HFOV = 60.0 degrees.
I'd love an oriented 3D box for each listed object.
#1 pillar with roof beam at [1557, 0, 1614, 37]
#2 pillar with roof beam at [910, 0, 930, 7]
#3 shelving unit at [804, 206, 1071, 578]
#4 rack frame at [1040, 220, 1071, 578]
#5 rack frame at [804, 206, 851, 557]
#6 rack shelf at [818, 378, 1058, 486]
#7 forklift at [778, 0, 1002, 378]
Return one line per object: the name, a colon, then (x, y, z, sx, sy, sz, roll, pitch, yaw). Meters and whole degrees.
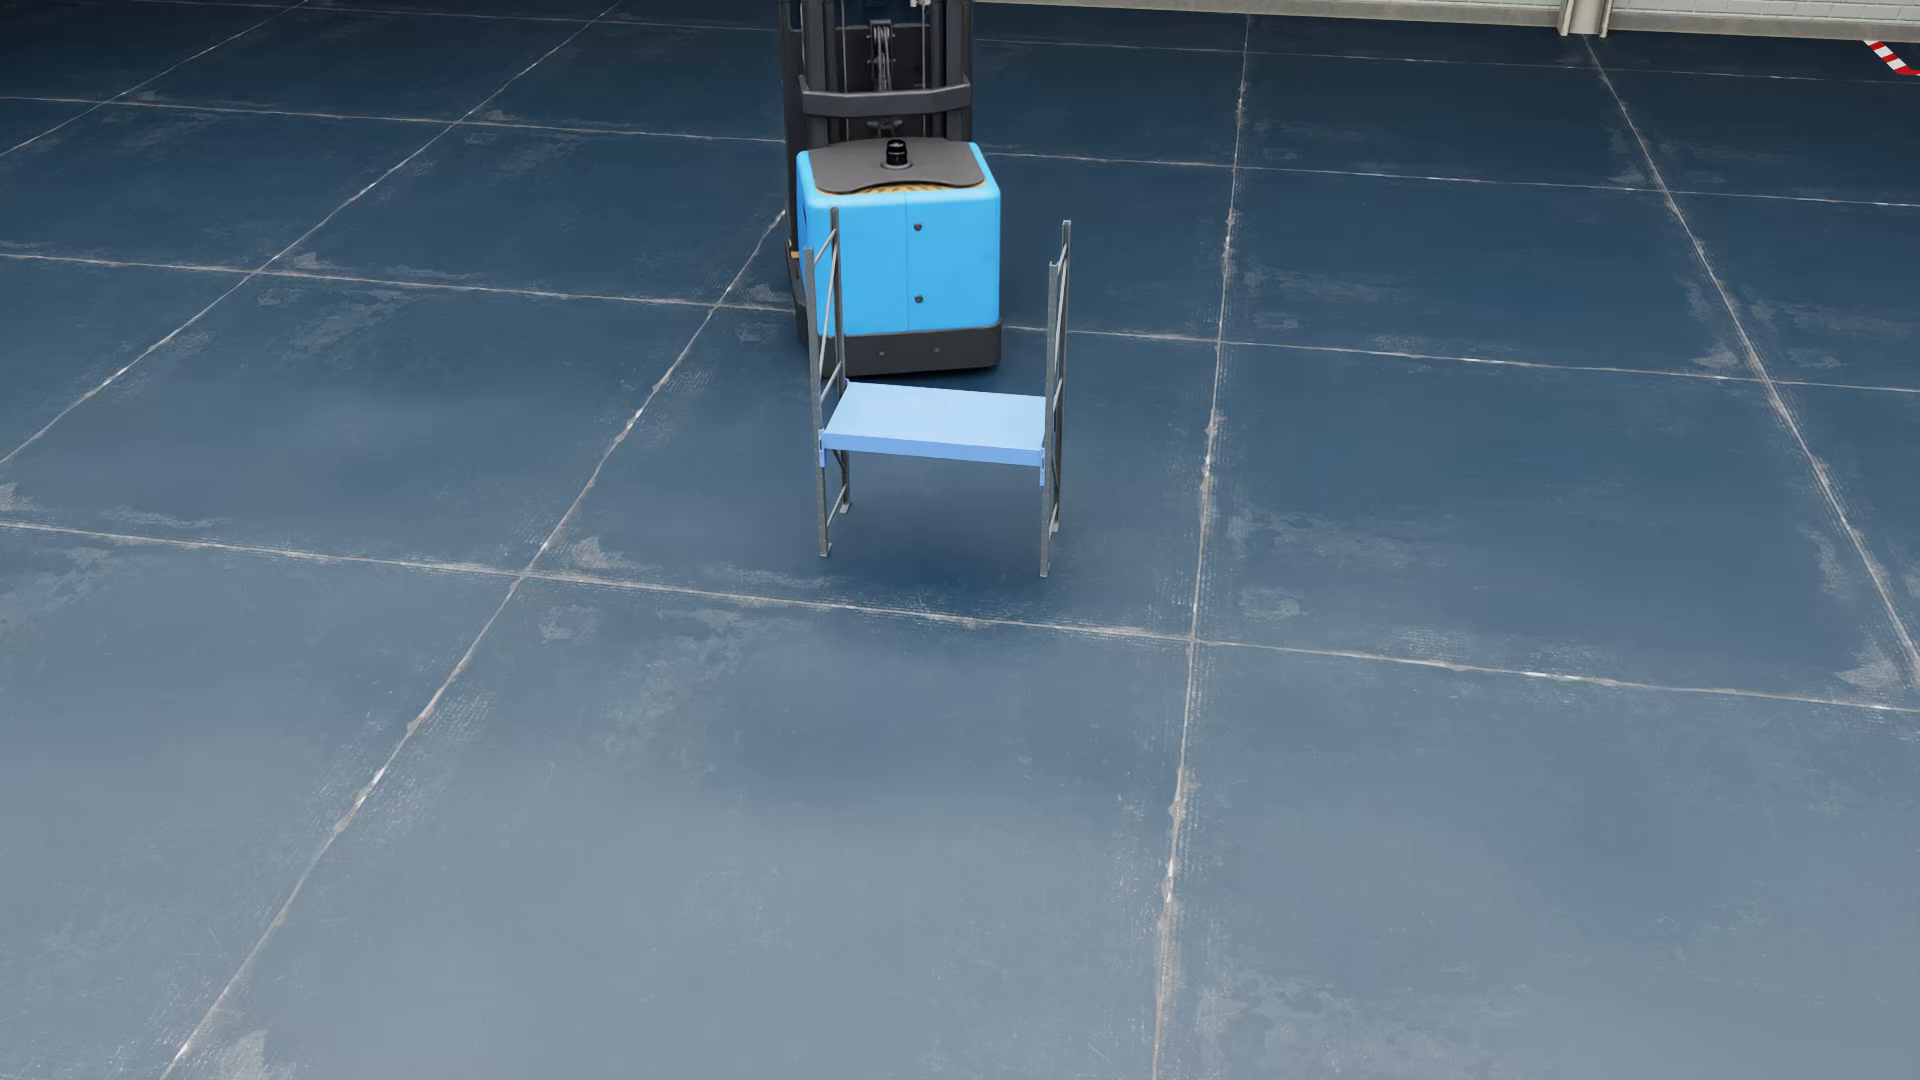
pillar with roof beam: (4.935, -6.195, 9.165, 0.400, 9.000, 9.100, 5, 32, 8)
pillar with roof beam: (-0.980, -6.730, 10.021, 0.400, 9.000, 9.100, 5, 32, 8)
shelving unit: (-0.084, -0.643, 7.364, 1.048, 1.500, 0.538, 5, 32, 8)
rack frame: (0.417, -0.598, 7.292, 0.032, 1.500, 0.500, 5, 32, 8)
rack frame: (-0.585, -0.689, 7.437, 0.032, 1.500, 0.500, 5, 32, 8)
rack shelf: (-0.084, -0.491, 7.460, 1.000, 0.185, 0.538, 5, 32, 8)
forklift: (-0.507, -2.890, 9.605, 1.130, 2.935, 3.031, -5, 32, -7)
